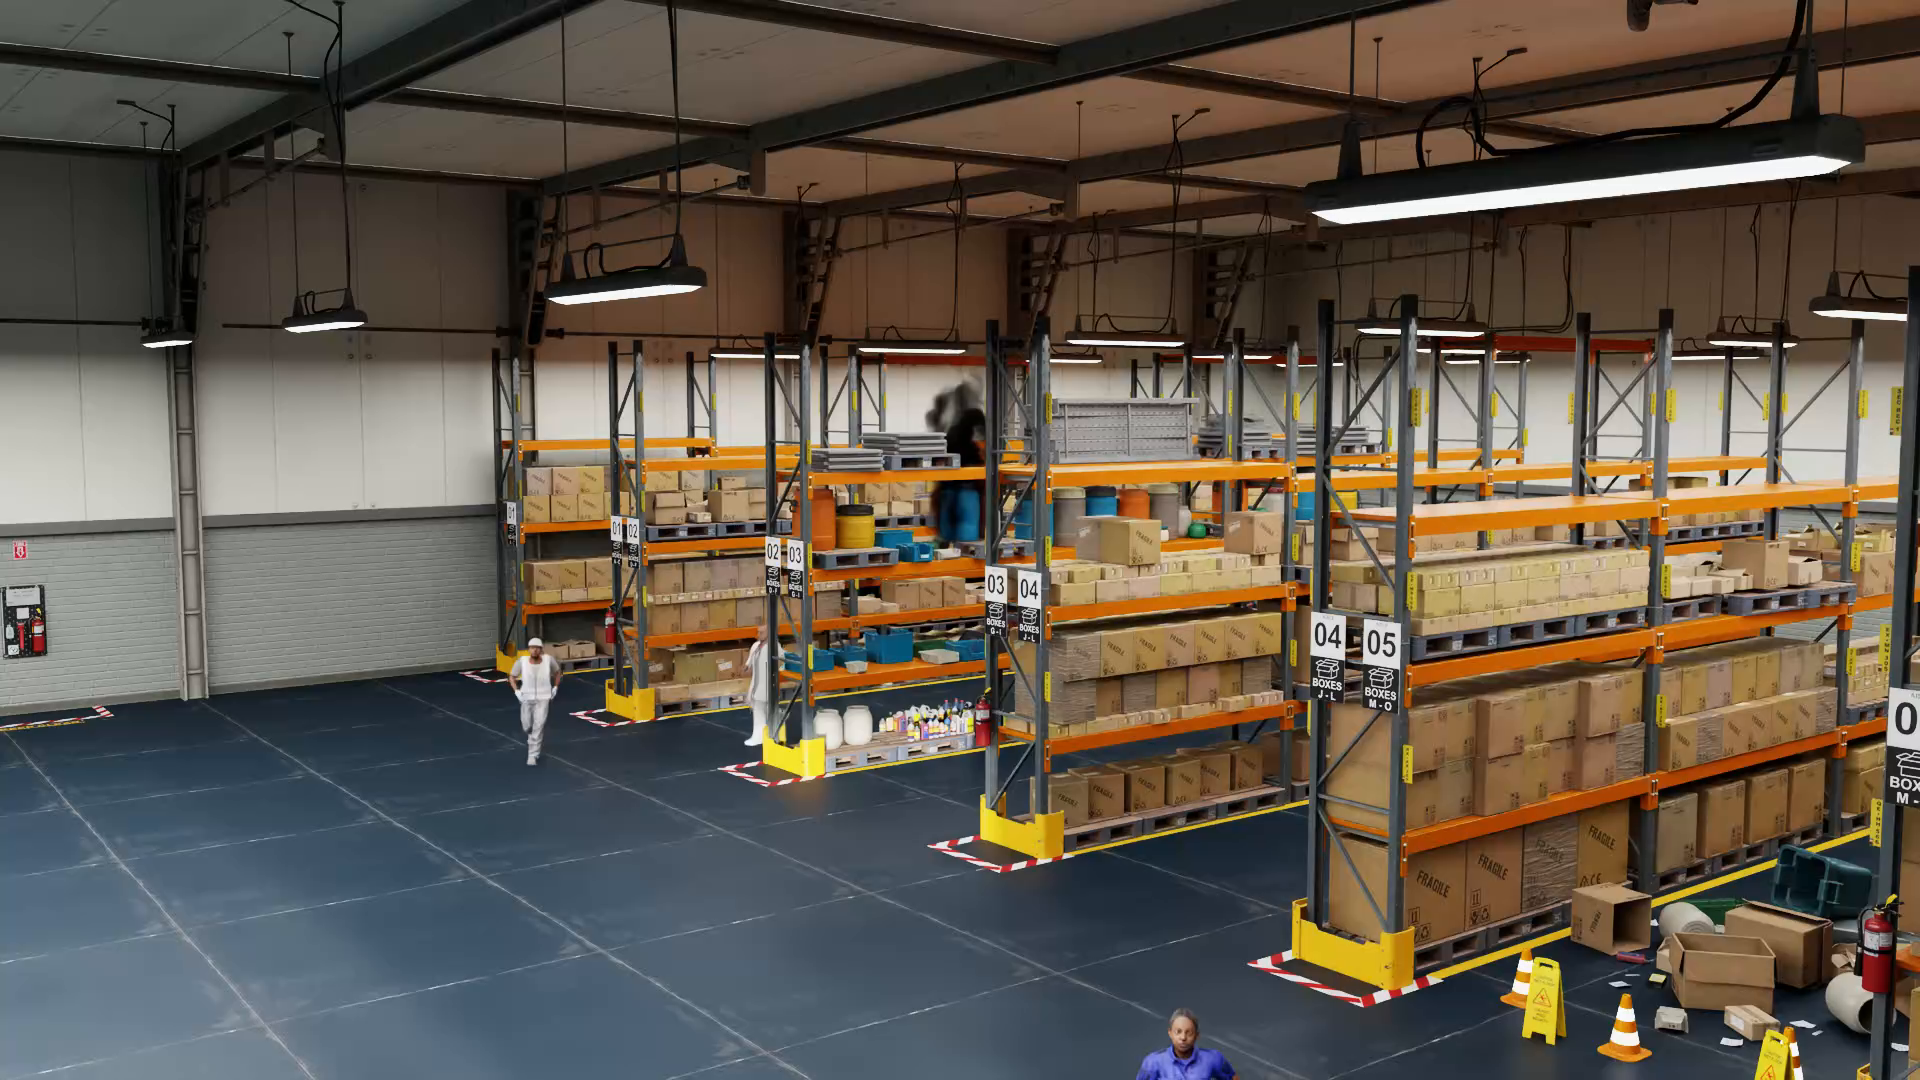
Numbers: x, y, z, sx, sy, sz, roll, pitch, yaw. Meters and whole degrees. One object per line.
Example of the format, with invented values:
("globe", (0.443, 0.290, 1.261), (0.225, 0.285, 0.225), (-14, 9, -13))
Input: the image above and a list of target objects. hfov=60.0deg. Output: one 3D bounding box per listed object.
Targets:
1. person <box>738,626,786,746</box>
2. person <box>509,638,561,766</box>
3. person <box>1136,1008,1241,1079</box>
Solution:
("person", (-2.856, 2.134, 24.600), (0.745, 1.762, 0.856), (5, 7, 42))
("person", (-5.981, 2.245, 23.440), (0.706, 1.761, 0.774), (-1, 5, -13))
("person", (1.292, 3.513, 9.541), (0.637, 1.637, 0.610), (1, 5, 8))
